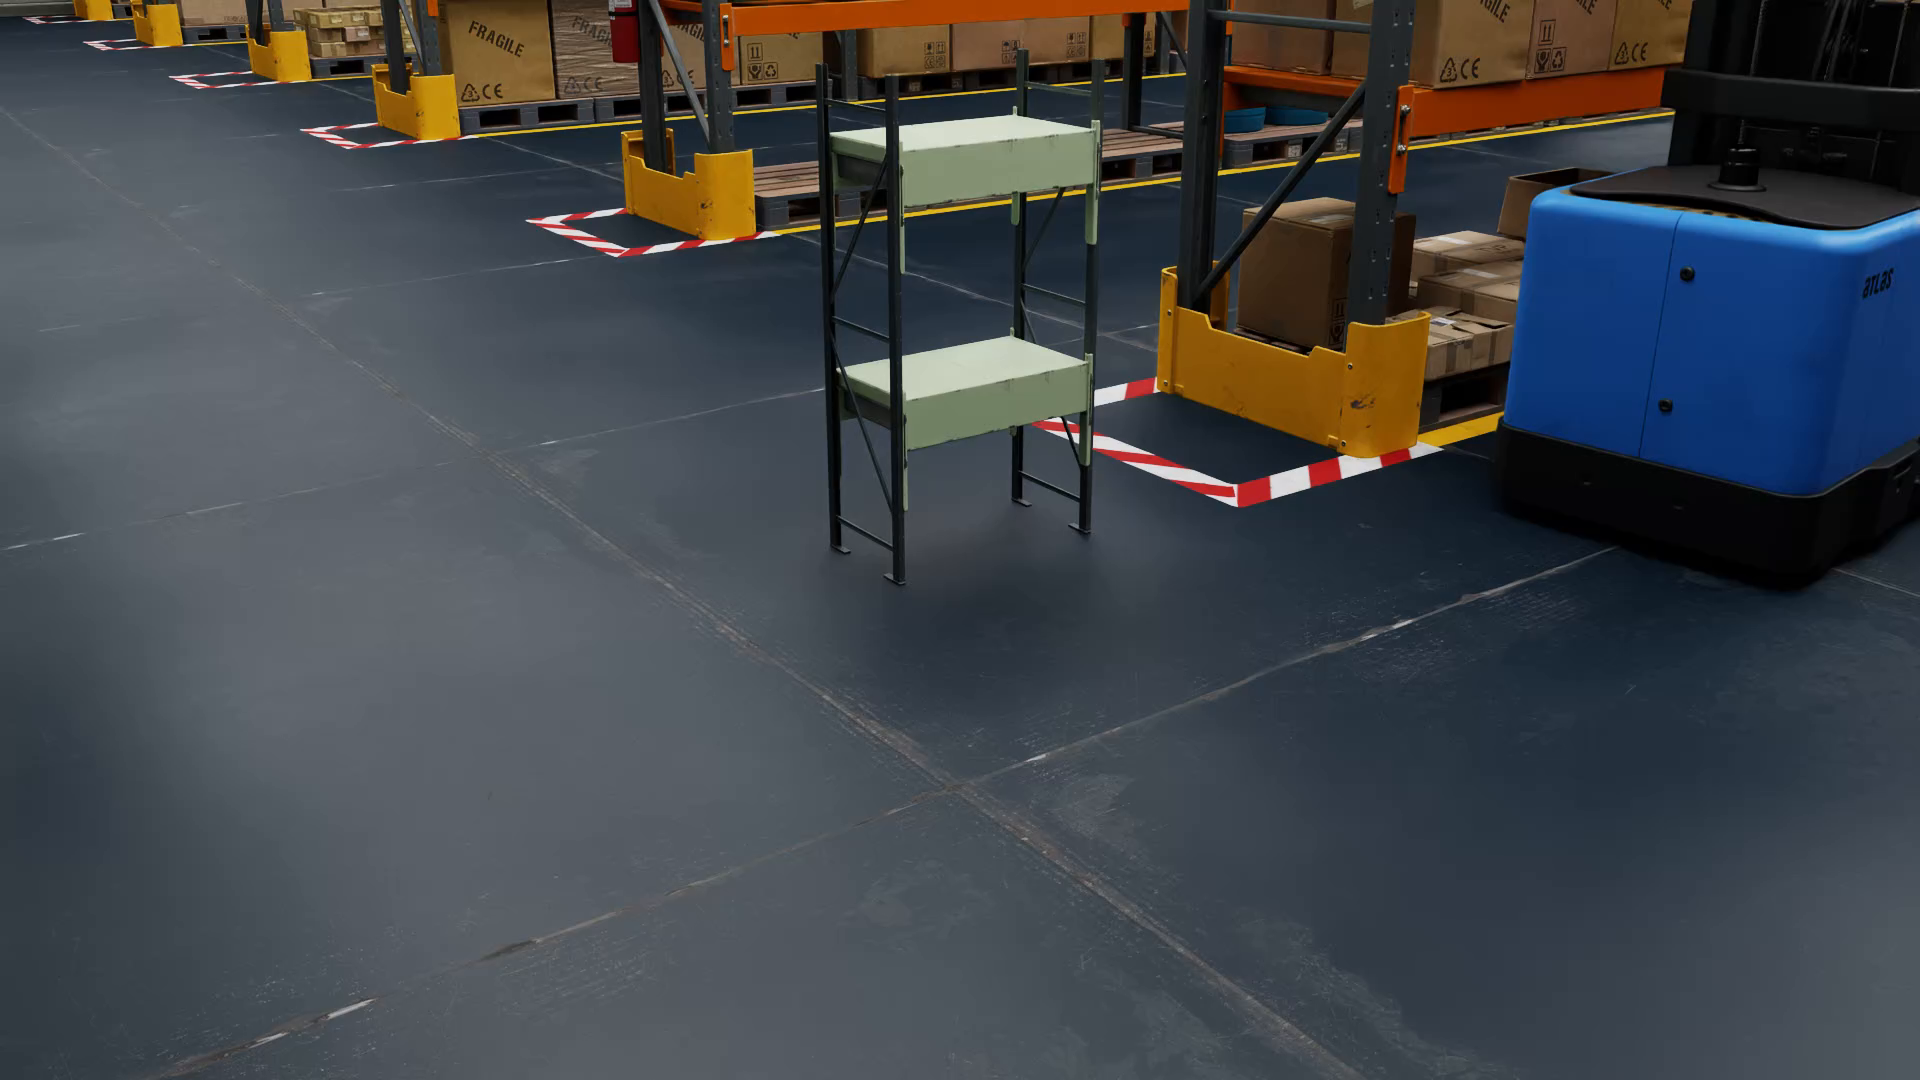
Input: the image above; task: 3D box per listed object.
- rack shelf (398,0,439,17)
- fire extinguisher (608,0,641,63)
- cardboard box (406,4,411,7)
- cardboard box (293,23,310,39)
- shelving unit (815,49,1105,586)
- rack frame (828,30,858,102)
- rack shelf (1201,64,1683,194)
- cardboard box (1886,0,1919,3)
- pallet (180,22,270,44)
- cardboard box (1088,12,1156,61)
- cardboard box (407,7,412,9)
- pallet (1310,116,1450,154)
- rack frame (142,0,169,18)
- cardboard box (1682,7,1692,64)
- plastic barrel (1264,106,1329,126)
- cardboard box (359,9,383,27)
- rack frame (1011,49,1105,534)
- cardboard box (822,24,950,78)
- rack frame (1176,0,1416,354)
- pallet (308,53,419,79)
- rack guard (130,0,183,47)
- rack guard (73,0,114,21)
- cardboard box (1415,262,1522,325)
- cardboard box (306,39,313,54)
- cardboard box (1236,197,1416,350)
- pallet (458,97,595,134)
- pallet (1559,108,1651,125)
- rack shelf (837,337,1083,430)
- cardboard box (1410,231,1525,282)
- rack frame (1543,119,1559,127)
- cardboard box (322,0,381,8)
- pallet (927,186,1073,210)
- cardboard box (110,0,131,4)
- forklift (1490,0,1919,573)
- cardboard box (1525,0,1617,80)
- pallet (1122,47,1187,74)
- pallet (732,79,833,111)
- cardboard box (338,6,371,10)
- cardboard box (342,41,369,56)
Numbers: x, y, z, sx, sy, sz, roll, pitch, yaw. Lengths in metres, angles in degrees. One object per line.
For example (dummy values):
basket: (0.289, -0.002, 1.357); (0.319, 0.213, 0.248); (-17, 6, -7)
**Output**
rack shelf: (-2.939, -4.961, 14.753); (4.000, 0.370, 1.077); (-15, 26, -33)
fire extinguisher: (-2.057, -3.268, 10.145); (0.183, 0.674, 0.296); (-15, 26, -33)
cardboard box: (-6.289, -5.958, 18.758); (0.250, 0.149, 0.380); (-14, 26, -31)
cardboard box: (-7.115, -5.586, 18.226); (0.250, 0.149, 0.380); (-16, 27, -34)
shelving unit: (0.005, -0.698, 5.122); (0.755, 1.500, 0.431); (-15, 26, -33)
rack frame: (-1.315, -5.728, 15.705); (0.127, 3.000, 1.000); (-15, 26, -33)
rack shelf: (2.844, -1.980, 7.283); (4.000, 0.370, 1.077); (-15, 26, -33)
cardboard box: (4.211, -2.608, 7.751); (0.500, 0.500, 0.500); (-14, 26, -32)
pallet: (-9.746, -6.746, 22.016); (1.213, 0.211, 1.003); (-15, 26, -33)
cardboard box: (1.359, -5.659, 17.832); (0.875, 0.875, 1.225); (-16, 27, -35)
cardboard box: (-5.937, -5.783, 18.318); (0.250, 0.149, 0.380); (-14, 26, -31)
pallet: (3.219, -3.363, 13.540); (1.213, 0.211, 1.003); (-15, 26, -33)
rack frame: (-10.350, -7.844, 21.007); (0.127, 3.000, 1.000); (-15, 26, -33)
cardboard box: (2.966, -2.273, 6.912); (0.500, 0.500, 0.500); (-15, 26, -32)
plastic barrel: (2.604, -3.725, 12.948); (0.708, 0.901, 0.600); (-15, 26, -33)
cardboard box: (-6.320, -5.647, 17.978); (0.250, 0.149, 0.380); (-15, 26, -33)
rack frame: (0.303, -0.777, 5.321); (0.023, 1.500, 0.400); (-15, 26, -33)
cardboard box: (-0.807, -5.081, 16.383); (0.875, 0.875, 1.225); (-15, 26, -33)
rack frame: (1.220, -1.882, 6.064); (0.127, 3.000, 1.000); (-15, 26, -33)
pallet: (-6.635, -5.263, 18.301); (1.213, 0.211, 1.003); (-15, 26, -33)
rack guard: (-10.369, -6.678, 21.457); (0.348, 0.500, 1.175); (-15, 26, -33)
rack guard: (-13.190, -8.192, 25.251); (0.348, 0.500, 1.175); (-15, 26, -33)
cardboard box: (2.233, -0.949, 6.845); (0.500, 0.250, 0.500); (-15, 26, -33)
cardboard box: (-7.071, -5.424, 18.223); (0.250, 0.149, 0.380); (-14, 26, -32)
cardboard box: (1.518, -1.117, 6.927); (0.500, 0.500, 0.500); (-15, 26, -33)
pallet: (-3.959, -3.764, 14.545); (1.213, 0.211, 1.003); (-15, 26, -33)
pallet: (5.476, -3.965, 15.048); (1.213, 0.211, 1.003); (-15, 26, -33)
rack shelf: (0.005, -0.486, 5.207); (0.686, 0.124, 0.368); (-15, 26, -33)
cardboard box: (2.306, -1.197, 7.466); (0.500, 0.250, 0.500); (-15, 26, -33)
rack frame: (4.824, -5.104, 14.140); (0.127, 3.000, 1.000); (-15, 26, -33)
cardboard box: (-8.402, -7.417, 22.828); (0.875, 0.438, 0.875); (-16, 27, -34)
pallet: (0.012, -2.507, 11.394); (1.213, 0.211, 1.003); (-15, 26, -33)
cardboard box: (-12.700, -8.476, 25.392); (0.637, 0.503, 0.797); (-16, 27, -35)
forklift: (3.218, -1.705, 5.715); (3.031, 2.935, 1.130); (-19, 29, -39)
cardboard box: (2.150, -2.058, 6.372); (0.500, 0.500, 0.500); (-15, 26, -33)
pallet: (2.567, -5.468, 18.814); (1.213, 0.211, 1.003); (-15, 26, -33)
pallet: (-1.978, -4.292, 15.868); (1.213, 0.211, 1.003); (-15, 26, -33)
cardboard box: (-6.722, -5.846, 18.477); (0.250, 0.149, 0.380); (-16, 27, -34)
cardboard box: (-6.600, -5.346, 18.027); (0.250, 0.149, 0.380); (-15, 26, -33)
